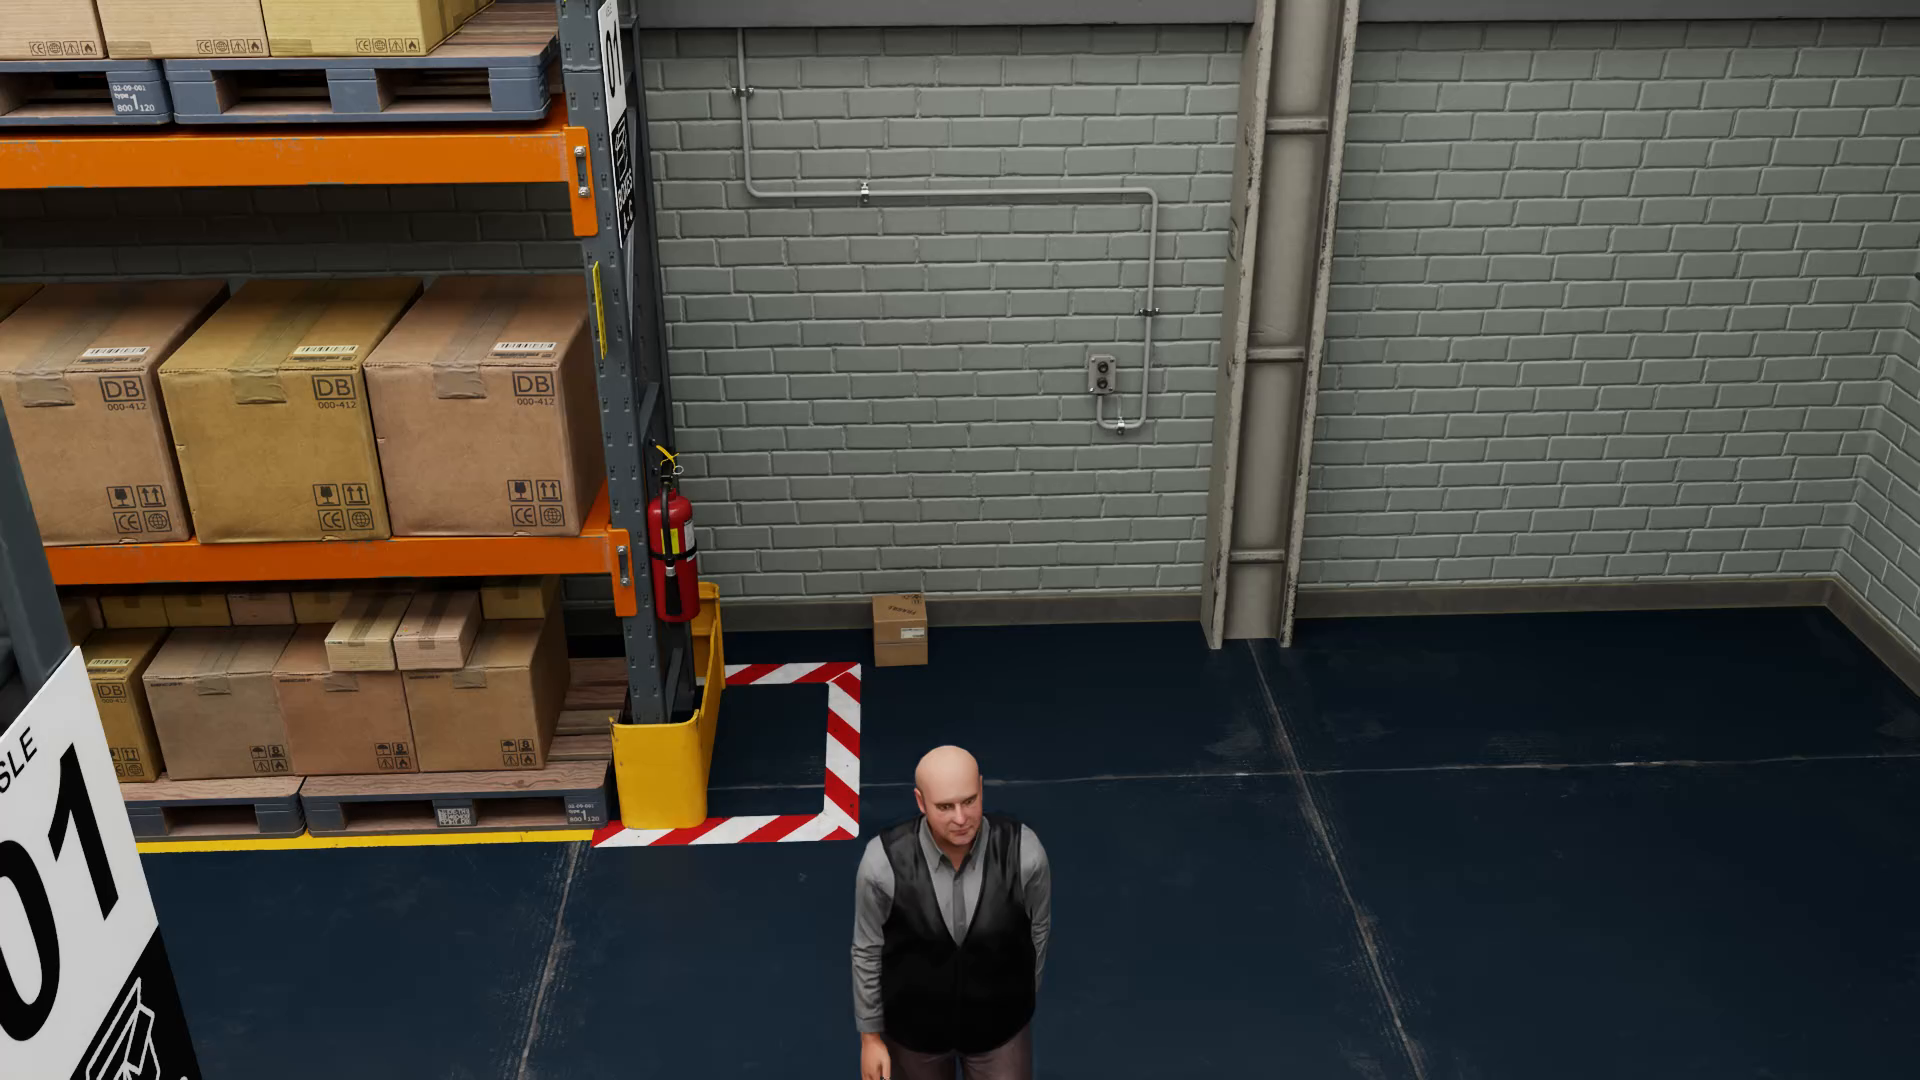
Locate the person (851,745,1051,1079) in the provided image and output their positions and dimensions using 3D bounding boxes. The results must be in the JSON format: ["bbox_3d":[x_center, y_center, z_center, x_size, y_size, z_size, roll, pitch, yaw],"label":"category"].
[{"bbox_3d":[-0.019,1.359,4.542,0.541,1.777,0.522,-1,27,-1],"label":"person"}]
